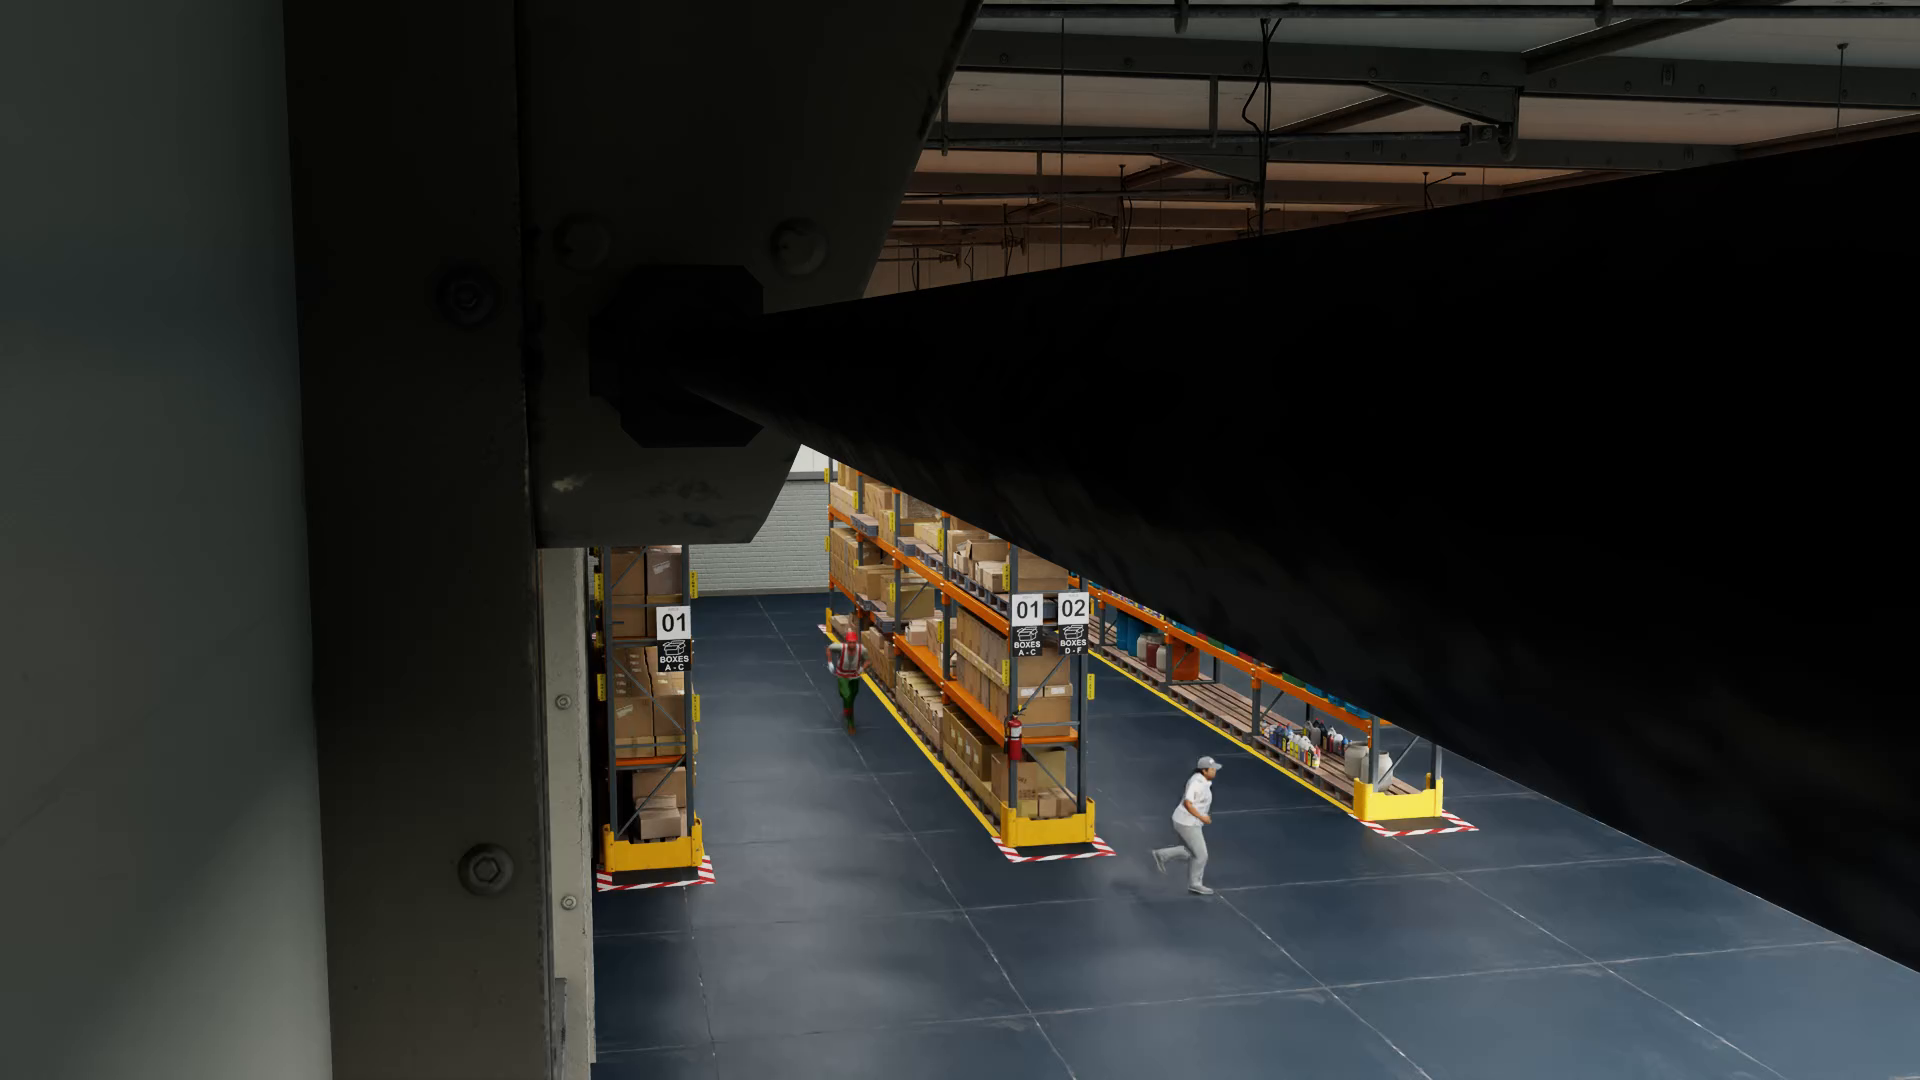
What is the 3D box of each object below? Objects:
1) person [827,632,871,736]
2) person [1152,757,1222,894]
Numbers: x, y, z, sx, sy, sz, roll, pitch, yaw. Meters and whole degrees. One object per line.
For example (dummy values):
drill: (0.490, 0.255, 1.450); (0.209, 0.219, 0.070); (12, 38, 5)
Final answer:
person: (-1.828, 2.294, 27.200); (0.706, 1.731, 1.055); (-1, 7, -10)
person: (2.605, 3.279, 19.184); (0.806, 1.617, 0.592); (2, 7, 19)
